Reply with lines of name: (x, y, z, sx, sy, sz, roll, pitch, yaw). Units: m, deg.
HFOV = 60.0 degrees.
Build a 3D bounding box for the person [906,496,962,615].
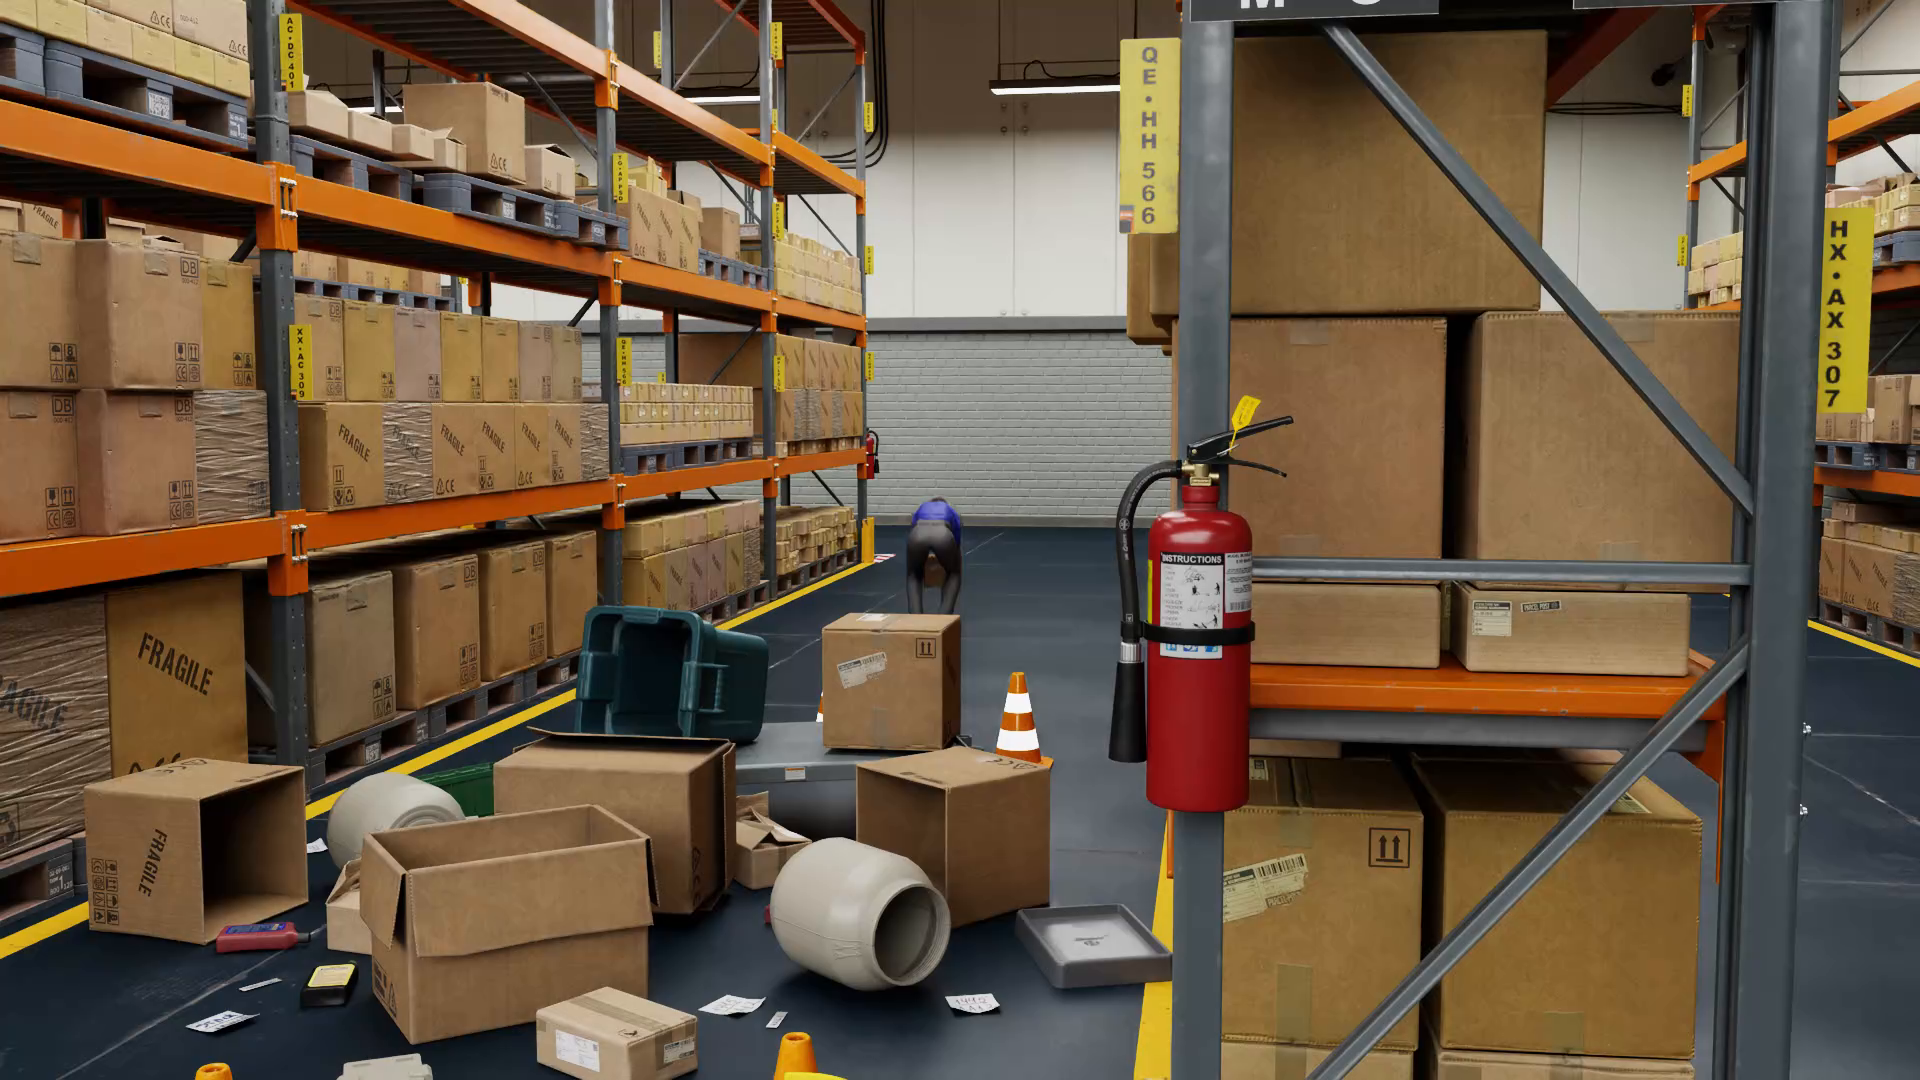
person: (-0.208, 0.180, 13.538, 0.452, 1.046, 0.858, 0, 5, 6)
